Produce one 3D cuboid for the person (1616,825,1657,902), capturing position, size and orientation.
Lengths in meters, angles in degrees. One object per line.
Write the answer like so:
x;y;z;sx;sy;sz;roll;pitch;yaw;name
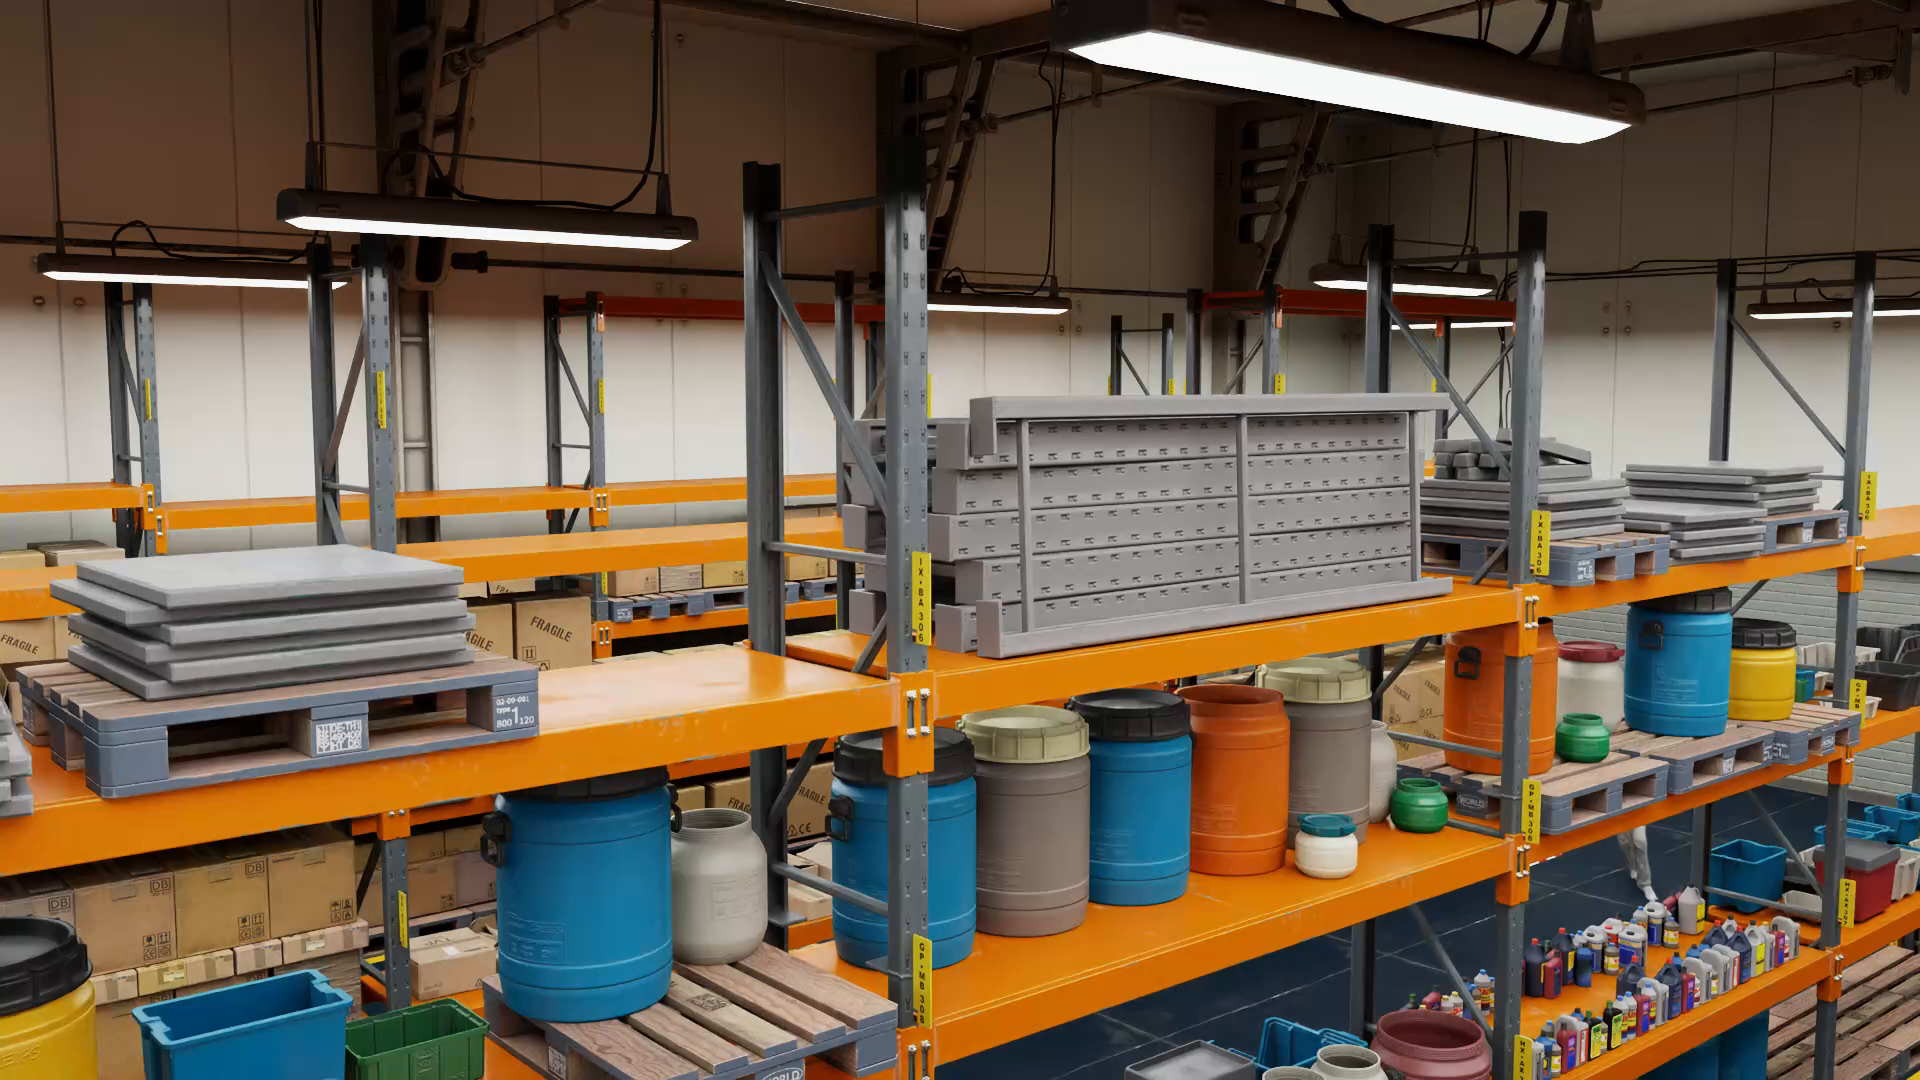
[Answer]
6.745;2.743;16.896;0.653;1.668;0.784;2;6;19;person
